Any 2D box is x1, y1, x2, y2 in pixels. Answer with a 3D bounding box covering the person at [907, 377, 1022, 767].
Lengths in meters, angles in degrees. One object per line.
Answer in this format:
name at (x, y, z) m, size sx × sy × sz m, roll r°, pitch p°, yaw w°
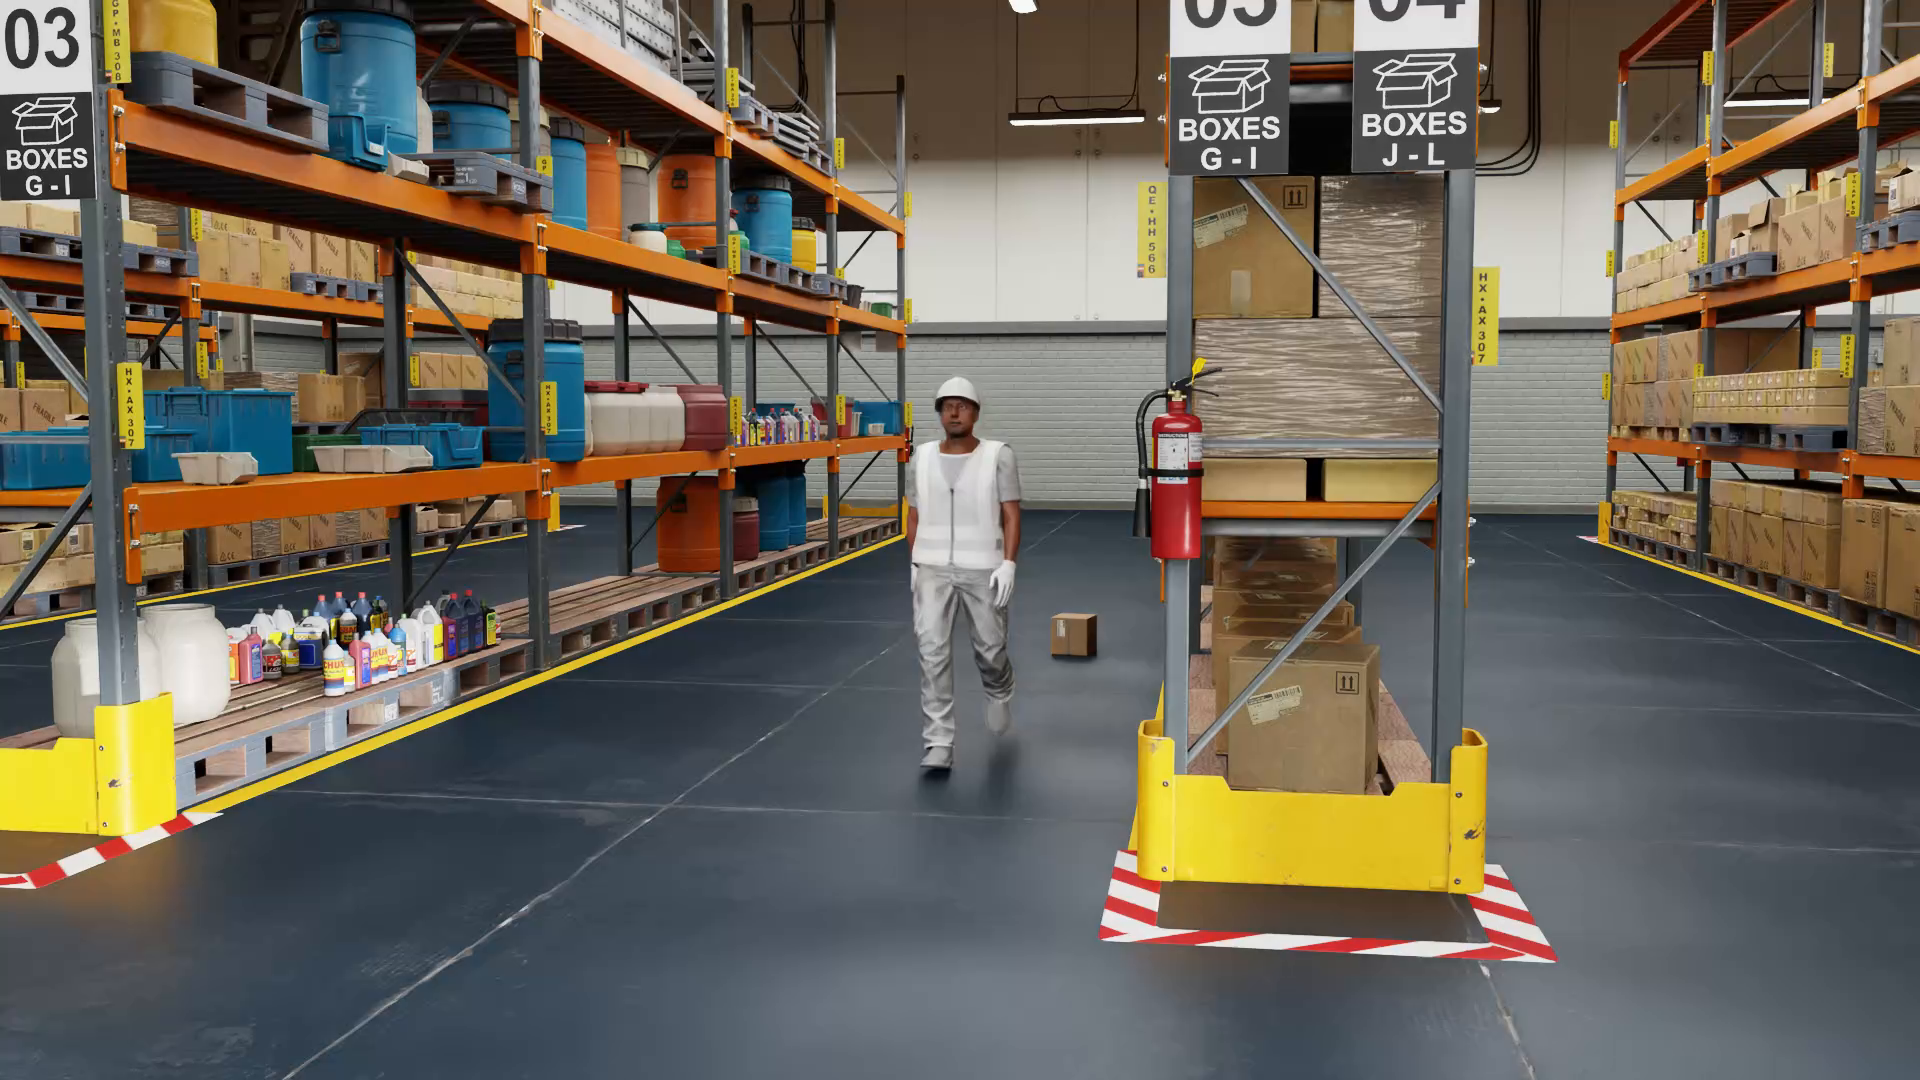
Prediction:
person at (0.013, 0.134, 7.658) m, size 0.549 × 1.762 × 0.832 m, roll 1°, pitch 4°, yaw 10°
